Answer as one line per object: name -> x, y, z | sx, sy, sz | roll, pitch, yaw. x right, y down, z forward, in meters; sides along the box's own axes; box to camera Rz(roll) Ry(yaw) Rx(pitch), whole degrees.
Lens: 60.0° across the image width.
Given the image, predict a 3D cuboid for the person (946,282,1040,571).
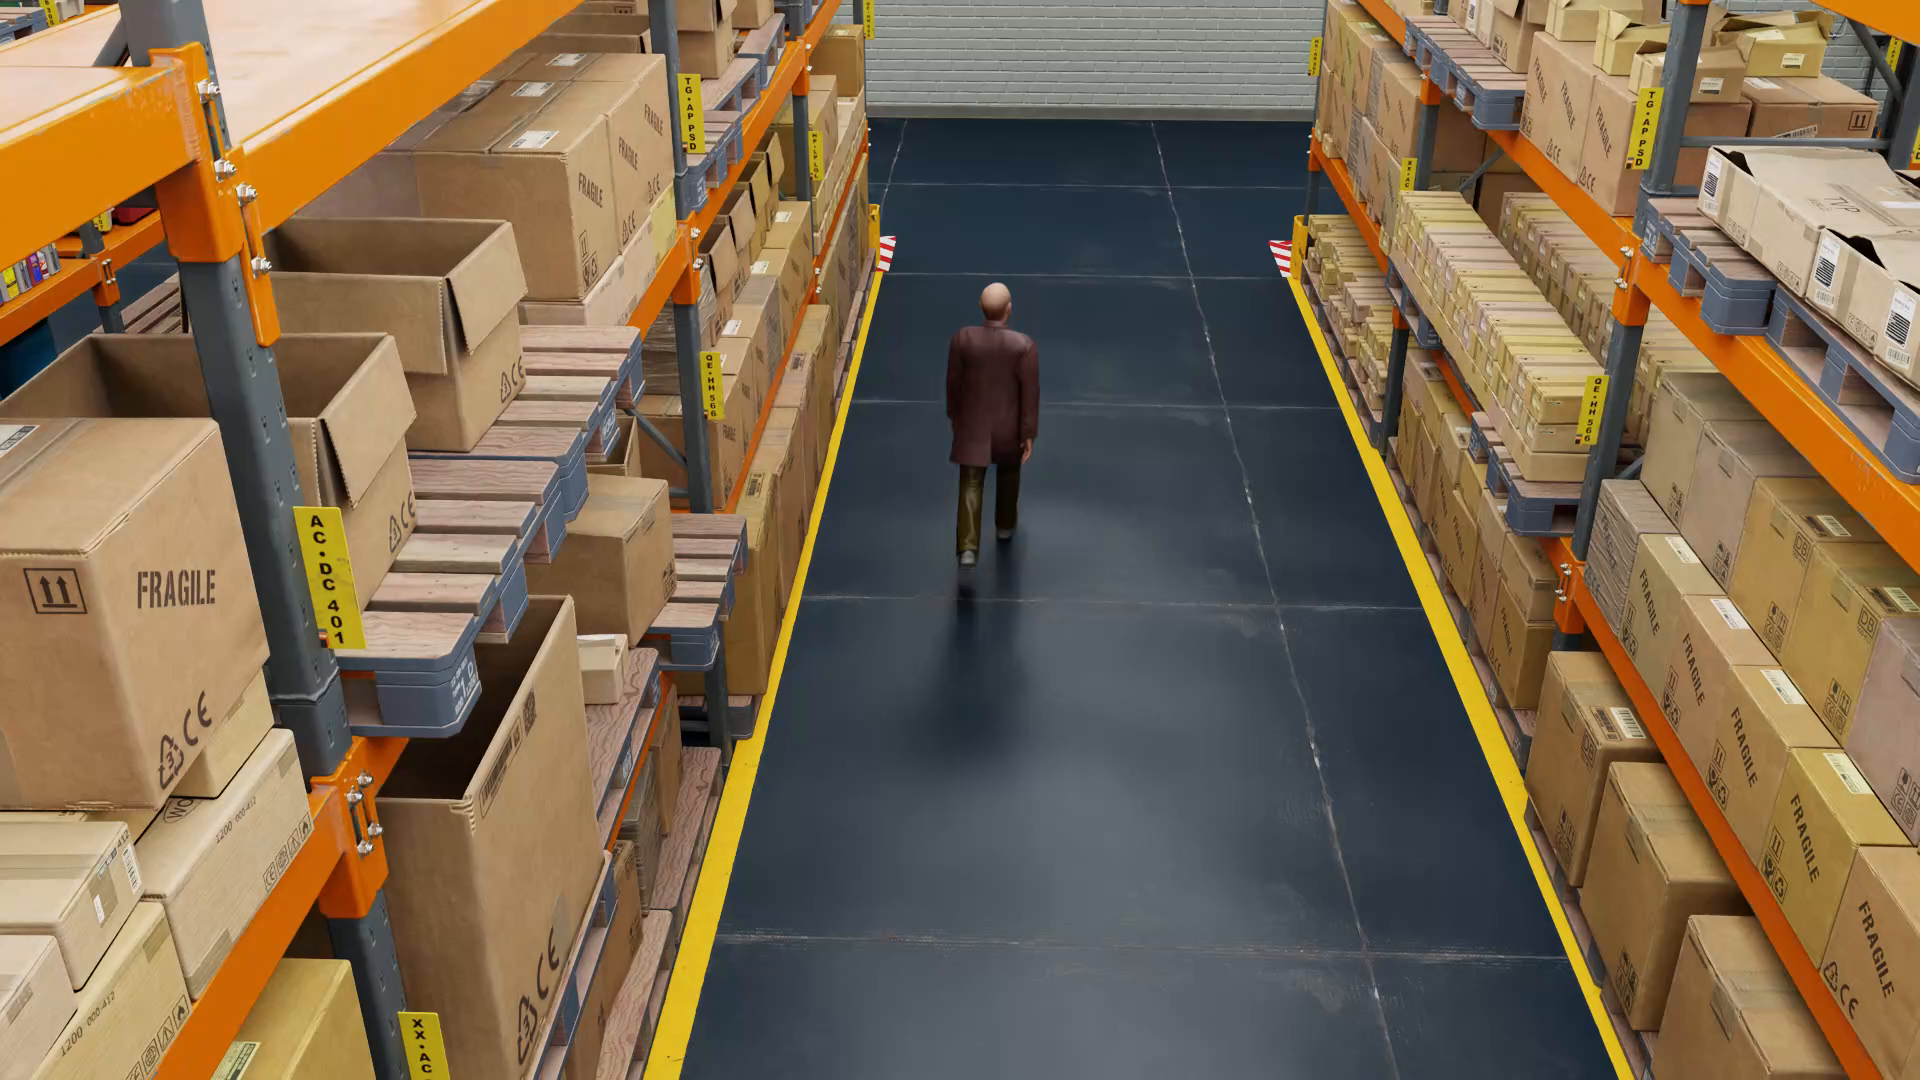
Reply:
person -> 0.188, -0.684, 9.942 | 0.576, 1.733, 1.132 | 2, 28, 5
